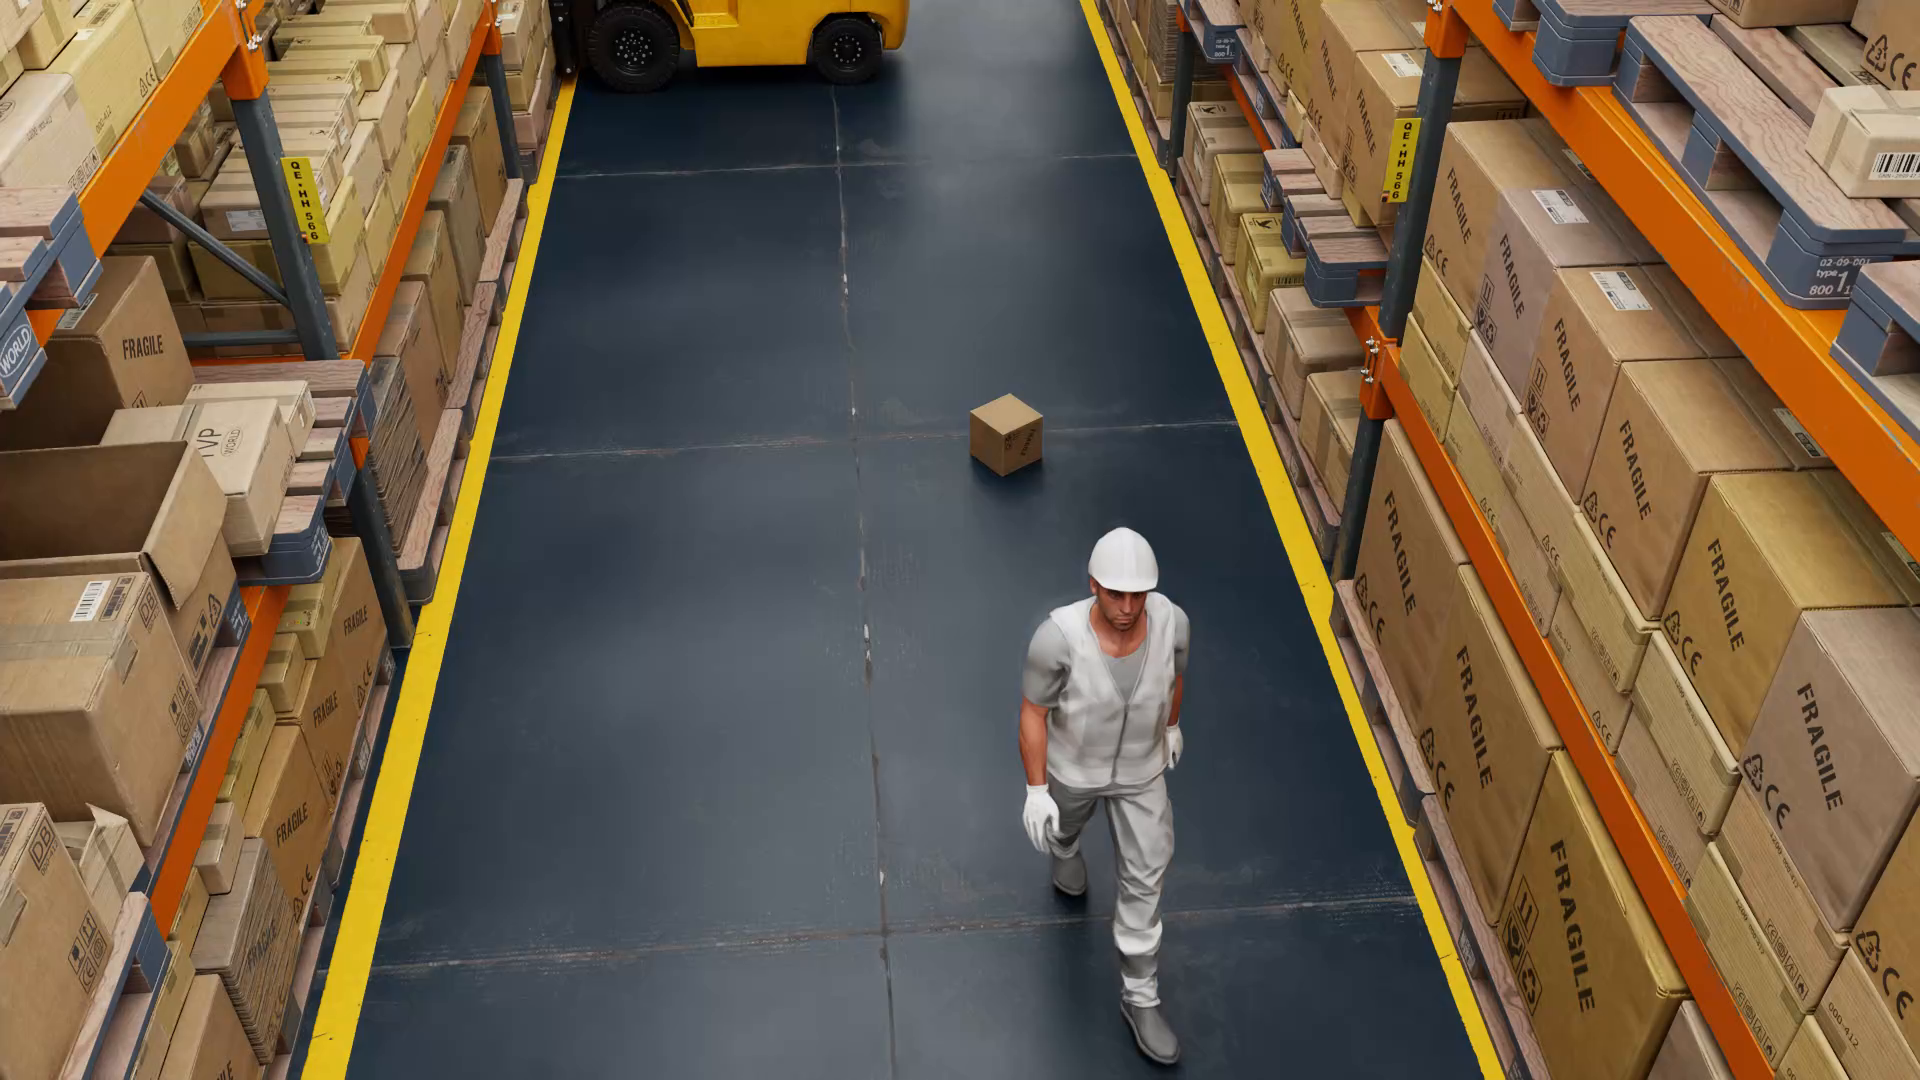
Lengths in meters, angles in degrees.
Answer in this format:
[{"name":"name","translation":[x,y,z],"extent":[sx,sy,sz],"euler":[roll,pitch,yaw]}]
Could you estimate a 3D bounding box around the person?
[{"name":"person","translation":[0.469,0.742,5.197],"extent":[0.588,1.735,1.019],"euler":[-5,39,-6]}]
